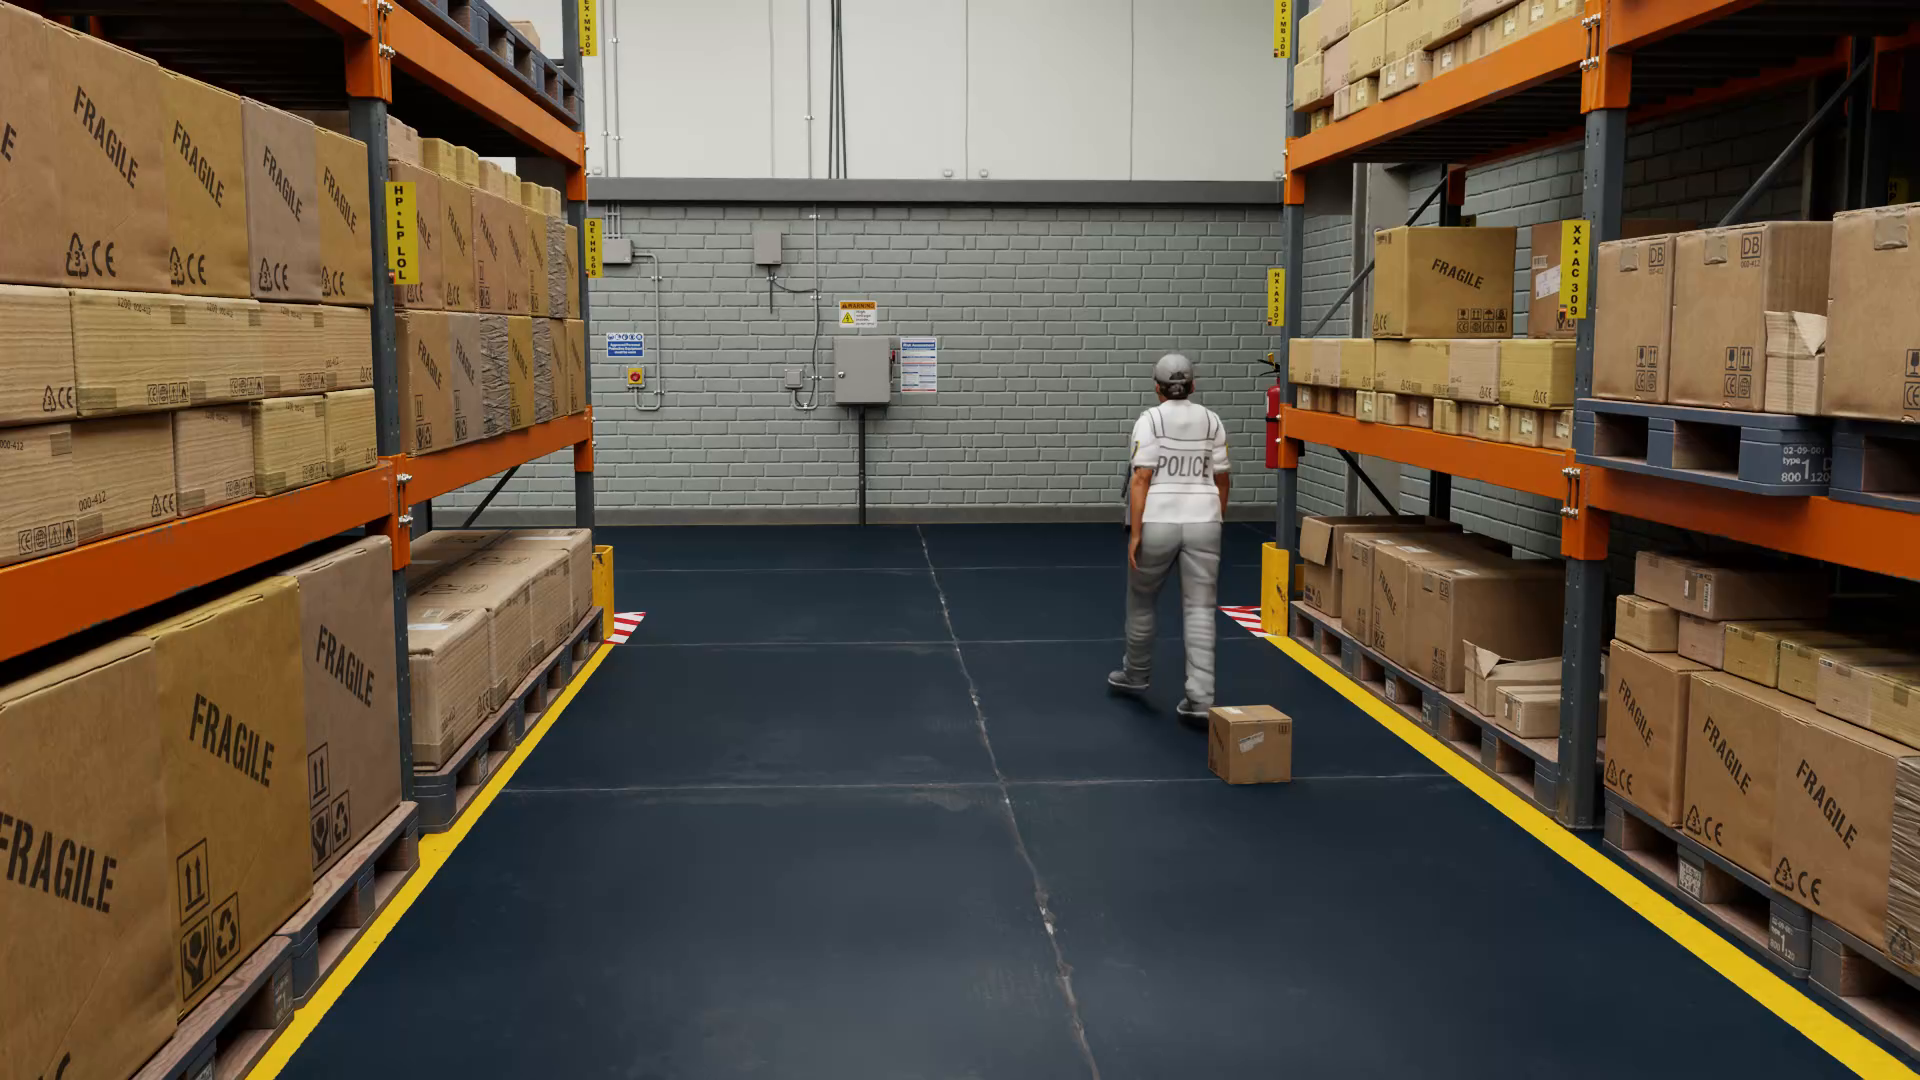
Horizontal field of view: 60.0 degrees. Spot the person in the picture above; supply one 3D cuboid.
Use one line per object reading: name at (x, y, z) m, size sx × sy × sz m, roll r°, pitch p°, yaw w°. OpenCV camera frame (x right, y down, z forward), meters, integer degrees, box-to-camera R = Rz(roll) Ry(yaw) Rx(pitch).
person at (0.982, -0.046, 7.593) m, size 0.506 × 1.598 × 0.963 m, roll -1°, pitch 7°, yaw -6°
